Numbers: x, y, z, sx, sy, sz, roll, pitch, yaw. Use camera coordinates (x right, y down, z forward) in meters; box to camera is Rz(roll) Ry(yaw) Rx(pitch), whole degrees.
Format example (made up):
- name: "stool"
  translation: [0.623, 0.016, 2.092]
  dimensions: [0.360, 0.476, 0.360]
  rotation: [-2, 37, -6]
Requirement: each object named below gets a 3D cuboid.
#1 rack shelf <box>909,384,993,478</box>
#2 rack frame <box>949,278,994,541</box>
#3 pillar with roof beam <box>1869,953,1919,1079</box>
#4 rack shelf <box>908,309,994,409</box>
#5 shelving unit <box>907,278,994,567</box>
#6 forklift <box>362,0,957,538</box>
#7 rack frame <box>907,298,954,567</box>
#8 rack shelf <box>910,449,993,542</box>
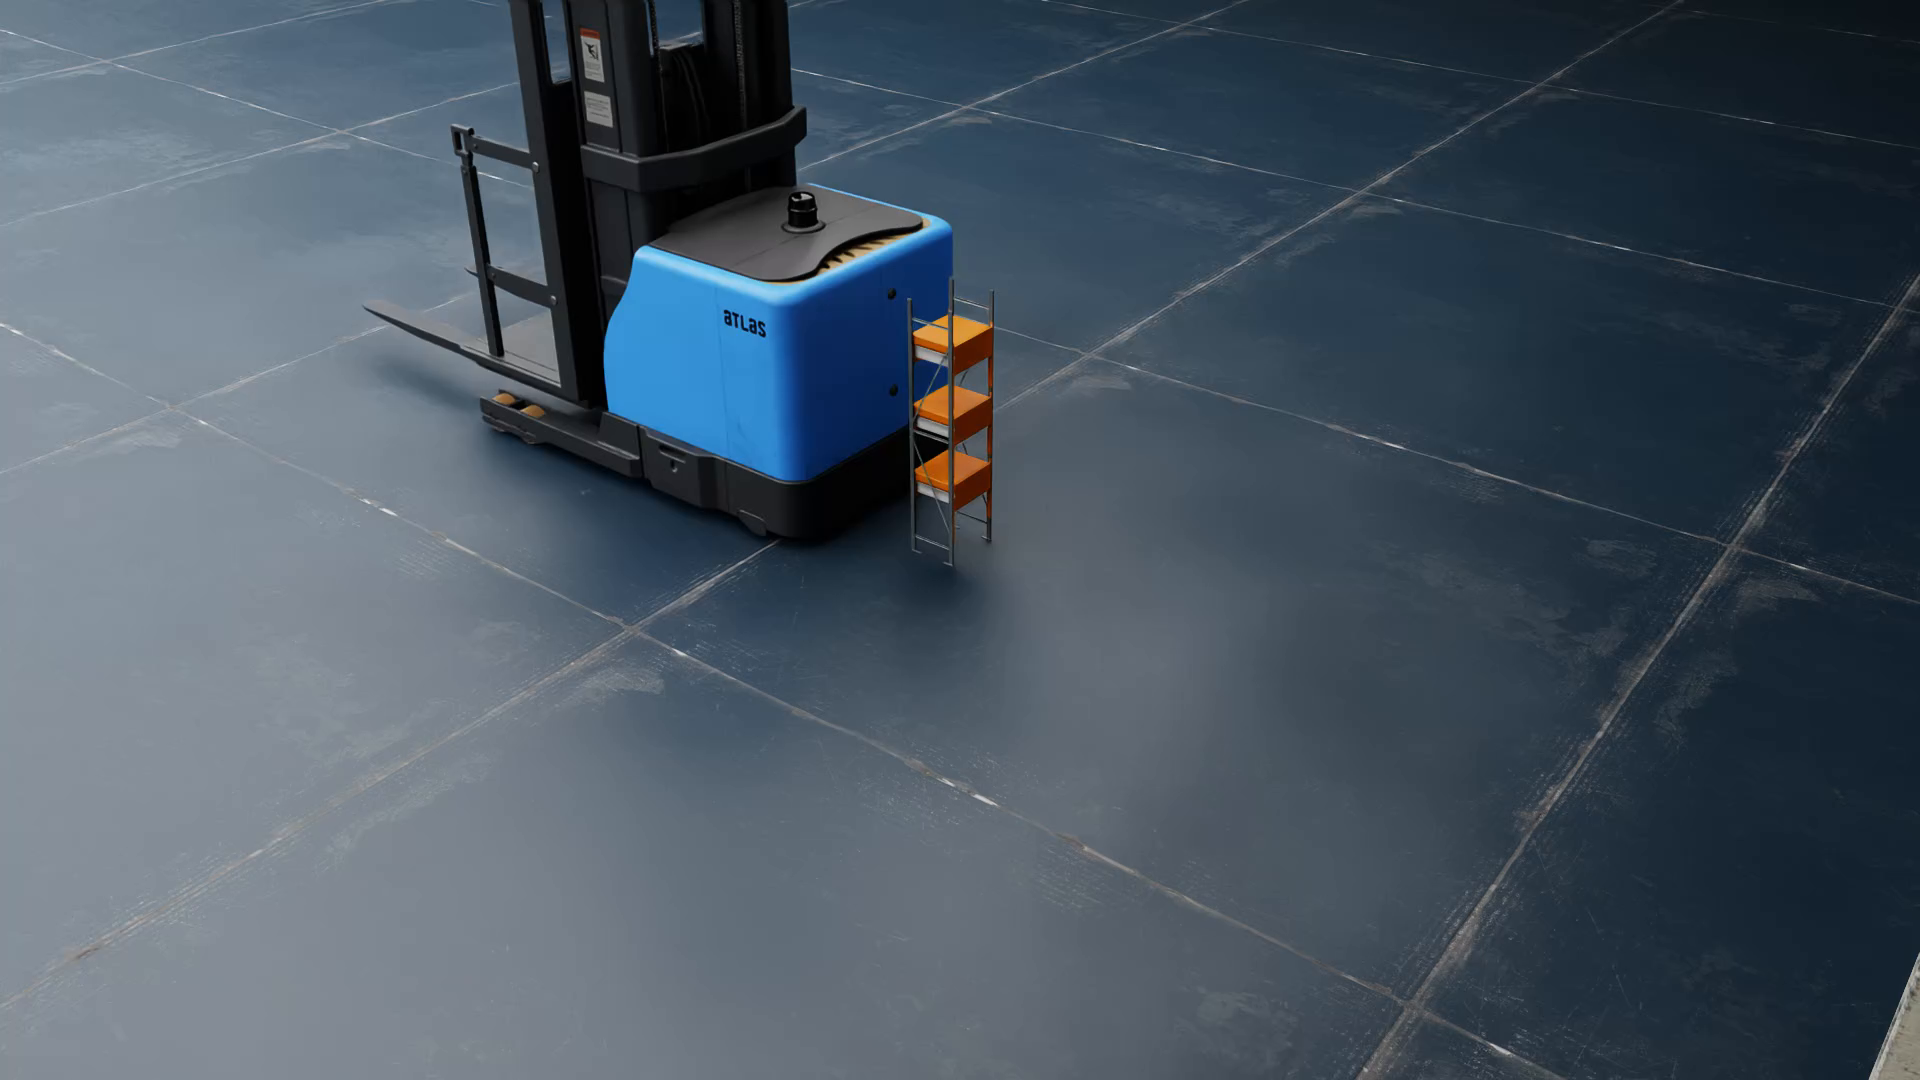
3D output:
- name: "rack shelf"
  translation: [-0.032, -0.421, 6.243]
  dimensions: [0.215, 0.259, 0.240]
  rotation: [21, 37, 31]
- name: "rack frame"
  translation: [0.041, -0.479, 6.321]
  dimensions: [0.200, 1.050, 0.008]
  rotation: [21, 37, 31]
- name: "pillar with roof beam"
  translation: [-1.286, -3.587, 3.769]
  dimensions: [9.100, 9.000, 0.400]
  rotation: [21, 37, 31]
- name: "rack shelf"
  translation: [-0.032, -0.665, 6.098]
  dimensions: [0.215, 0.259, 0.240]
  rotation: [21, 37, 31]
- name: "shelving unit"
  translation: [-0.032, -0.430, 6.238]
  dimensions: [0.215, 1.050, 0.252]
  rotation: [21, 37, 31]
- name: "forklift"
  translation: [-1.487, -1.868, 6.820]
  dimensions: [3.031, 2.935, 1.130]
  rotation: [22, 37, 32]
- name: "rack frame"
  translation: [-0.106, -0.380, 6.154]
  dimensions: [0.200, 1.050, 0.008]
  rotation: [21, 37, 31]
- name: "rack shelf"
  translation: [-0.032, -0.182, 6.385]
  dimensions: [0.215, 0.259, 0.240]
  rotation: [21, 37, 31]
